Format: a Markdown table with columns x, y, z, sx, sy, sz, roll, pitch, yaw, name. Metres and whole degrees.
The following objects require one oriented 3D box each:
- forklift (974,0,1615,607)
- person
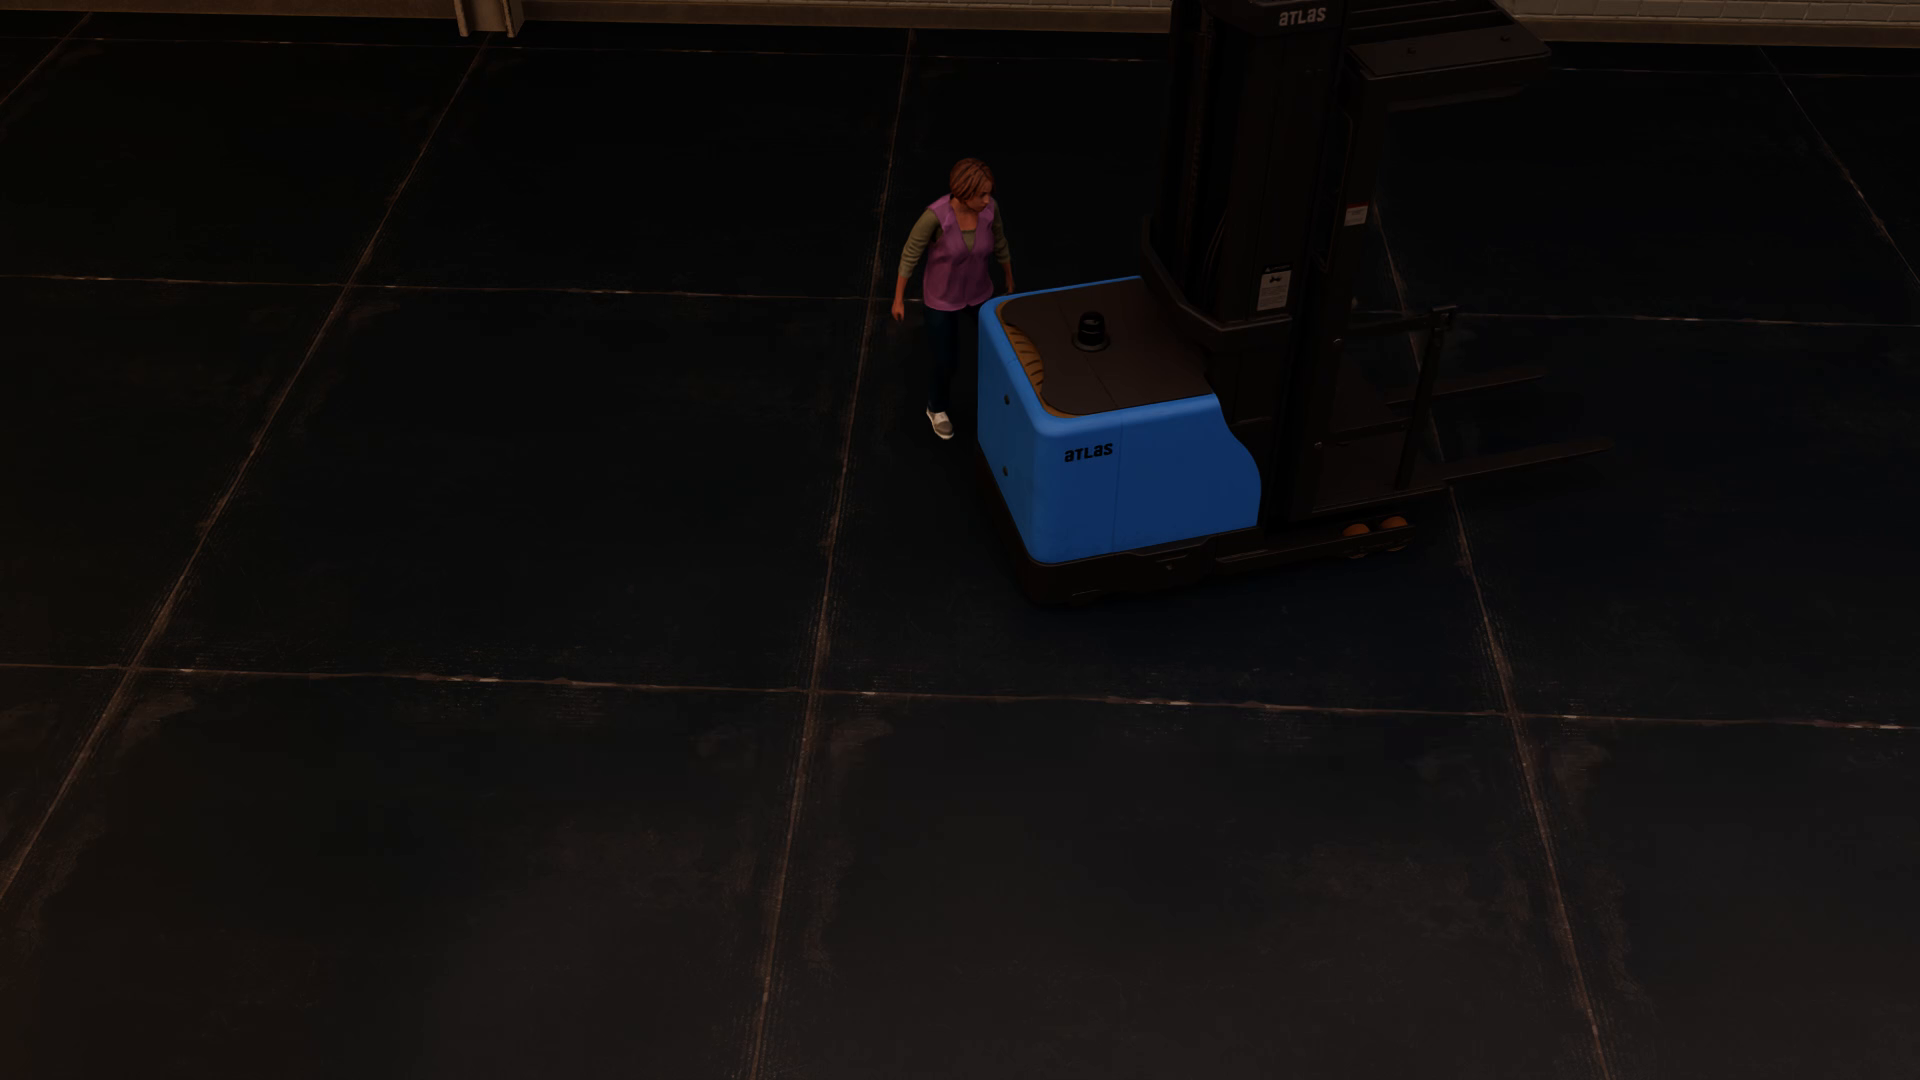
| x | y | z | sx | sy | sz | roll | pitch | yaw | name |
| --- | --- | --- | --- | --- | --- | --- | --- | --- | --- |
| 1.644 | -1.330 | 7.199 | 3.031 | 2.935 | 1.130 | -10 | 43 | -11 | forklift |
| 0.031 | -1.176 | 8.056 | 0.728 | 1.566 | 0.381 | -18 | 45 | -18 | person |
